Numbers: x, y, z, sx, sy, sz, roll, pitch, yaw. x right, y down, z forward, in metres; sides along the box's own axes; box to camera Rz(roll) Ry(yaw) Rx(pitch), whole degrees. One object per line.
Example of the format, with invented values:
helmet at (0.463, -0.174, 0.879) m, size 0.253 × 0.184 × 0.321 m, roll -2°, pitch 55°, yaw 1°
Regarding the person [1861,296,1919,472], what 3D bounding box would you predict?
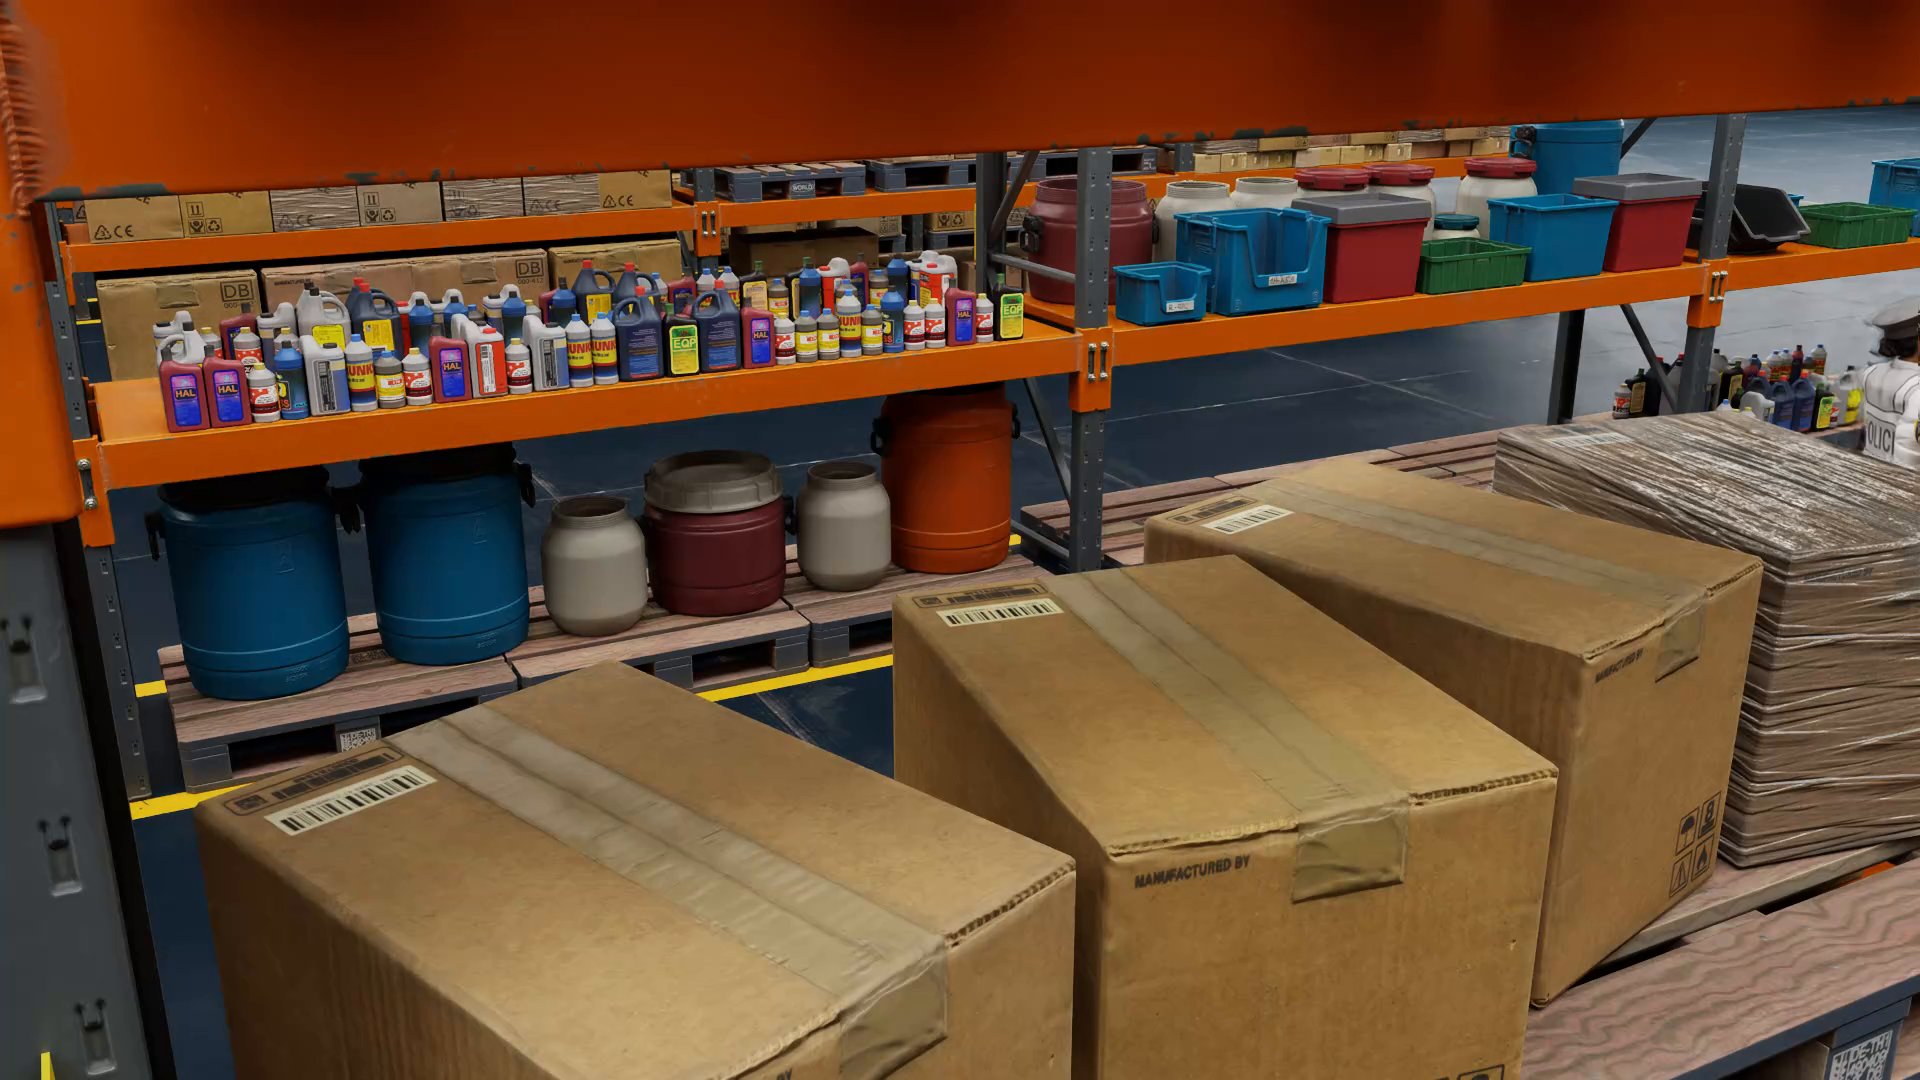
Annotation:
person at (3.660, -0.156, 6.454) m, size 1.007 × 1.632 × 0.486 m, roll -2°, pitch 19°, yaw -5°
